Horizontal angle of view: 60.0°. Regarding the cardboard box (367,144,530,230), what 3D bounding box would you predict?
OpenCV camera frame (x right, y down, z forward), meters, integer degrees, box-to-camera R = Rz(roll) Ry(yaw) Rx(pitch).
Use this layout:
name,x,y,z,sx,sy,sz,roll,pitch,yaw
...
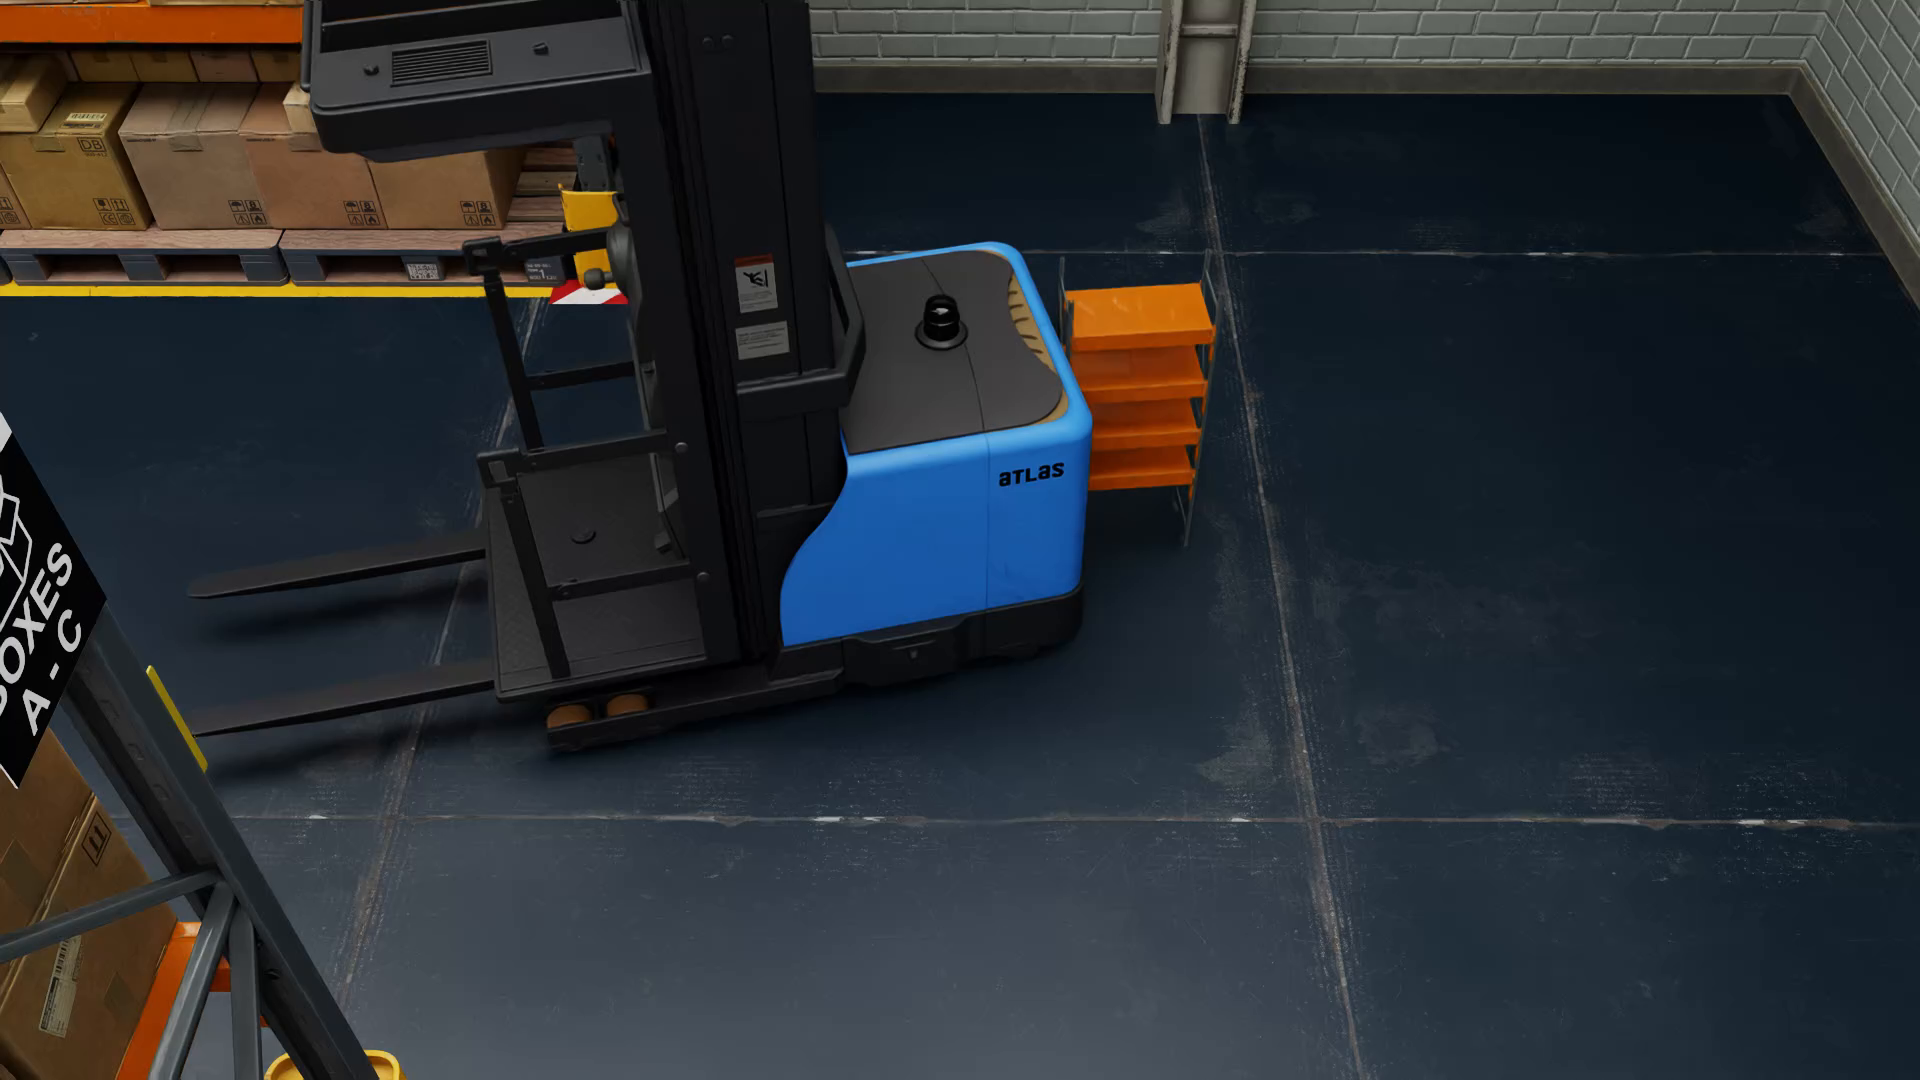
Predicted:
name,x,y,z,sx,sy,sz,roll,pitch,yaw
cardboard box,-2.229,-1.769,7.268,0.500,0.500,0.700,0,47,0

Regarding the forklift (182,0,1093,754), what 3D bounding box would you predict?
name,x,y,z,sx,sy,sz,roll,pitch,yaw
forklift,-1.144,-0.718,4.916,3.031,2.935,1.130,-10,48,-9

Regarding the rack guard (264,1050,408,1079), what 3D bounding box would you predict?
name,x,y,z,sx,sy,sz,roll,pitch,yaw
rack guard,-1.619,1.928,4.114,0.348,0.500,1.175,0,47,0

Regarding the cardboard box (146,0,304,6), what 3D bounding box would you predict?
name,x,y,z,sx,sy,sz,roll,pitch,yaw
cardboard box,-2.766,-2.639,6.452,0.700,0.700,0.980,0,47,0

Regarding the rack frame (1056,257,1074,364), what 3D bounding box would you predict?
name,x,y,z,sx,sy,sz,roll,pitch,yaw
rack frame,0.347,-0.436,5.836,0.015,1.200,0.240,-4,47,-4

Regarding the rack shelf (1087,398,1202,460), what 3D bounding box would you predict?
name,x,y,z,sx,sy,sz,roll,pitch,yaw
rack shelf,0.590,-0.407,5.901,0.480,0.148,0.258,-4,47,-4

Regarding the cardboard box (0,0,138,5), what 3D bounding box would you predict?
name,x,y,z,sx,sy,sz,roll,pitch,yaw
cardboard box,-3.529,-2.648,6.461,0.700,0.700,0.980,-2,47,-2

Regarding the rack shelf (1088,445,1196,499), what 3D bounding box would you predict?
name,x,y,z,sx,sy,sz,roll,pitch,yaw
rack shelf,0.590,-0.272,6.047,0.480,0.148,0.258,-4,47,-4

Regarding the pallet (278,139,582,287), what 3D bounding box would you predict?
name,x,y,z,sx,sy,sz,roll,pitch,yaw
pallet,-2.329,-1.544,7.543,1.213,0.211,1.003,0,47,0

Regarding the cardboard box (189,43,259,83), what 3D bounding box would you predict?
name,x,y,z,sx,sy,sz,roll,pitch,yaw
cardboard box,-3.115,-2.138,7.169,0.250,0.149,0.380,1,47,1

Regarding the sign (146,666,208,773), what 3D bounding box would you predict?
name,x,y,z,sx,sy,sz,roll,pitch,yaw
sign,-1.542,0.385,3.251,0.005,0.325,0.100,0,47,0

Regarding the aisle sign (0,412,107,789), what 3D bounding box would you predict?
name,x,y,z,sx,sy,sz,roll,pitch,yaw
aisle sign,-1.474,-0.024,2.447,0.004,0.787,0.394,0,47,0

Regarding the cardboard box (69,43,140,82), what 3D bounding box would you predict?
name,x,y,z,sx,sy,sz,roll,pitch,yaw
cardboard box,-3.624,-2.139,7.170,0.250,0.149,0.380,-1,47,-1

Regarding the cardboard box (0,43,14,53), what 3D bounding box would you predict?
name,x,y,z,sx,sy,sz,roll,pitch,yaw
cardboard box,-4.135,-2.141,7.171,0.250,0.149,0.380,-1,47,-1

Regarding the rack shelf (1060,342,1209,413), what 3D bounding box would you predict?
name,x,y,z,sx,sy,sz,roll,pitch,yaw
rack shelf,0.590,-0.560,5.738,0.480,0.148,0.258,-4,47,-4

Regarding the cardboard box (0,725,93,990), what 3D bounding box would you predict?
name,x,y,z,sx,sy,sz,roll,pitch,yaw
cardboard box,-1.986,0.508,2.977,0.500,0.500,0.500,1,47,1

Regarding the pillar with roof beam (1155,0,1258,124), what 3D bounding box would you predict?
name,x,y,z,sx,sy,sz,roll,pitch,yaw
pillar with roof beam,1.159,-2.068,2.027,0.400,9.000,9.100,0,47,0

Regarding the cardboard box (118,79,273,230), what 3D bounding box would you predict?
name,x,y,z,sx,sy,sz,roll,pitch,yaw
cardboard box,-3.232,-1.771,7.270,0.500,0.500,0.700,-1,47,-1

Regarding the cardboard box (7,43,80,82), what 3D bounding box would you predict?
name,x,y,z,sx,sy,sz,roll,pitch,yaw
cardboard box,-3.882,-2.140,7.170,0.250,0.149,0.380,1,47,1

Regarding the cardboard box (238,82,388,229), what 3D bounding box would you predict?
name,x,y,z,sx,sy,sz,roll,pitch,yaw
cardboard box,-2.729,-1.771,7.270,0.500,0.500,0.700,0,47,0

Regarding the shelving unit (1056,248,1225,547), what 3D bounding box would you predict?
name,x,y,z,sx,sy,sz,roll,pitch,yaw
shelving unit,0.590,-0.453,5.852,0.503,1.200,0.258,-4,47,-4

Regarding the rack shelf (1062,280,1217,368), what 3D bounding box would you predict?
name,x,y,z,sx,sy,sz,roll,pitch,yaw
rack shelf,0.590,-0.721,5.564,0.480,0.148,0.258,-4,47,-4

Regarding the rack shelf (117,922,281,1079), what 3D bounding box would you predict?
name,x,y,z,sx,sy,sz,roll,pitch,yaw
rack shelf,-3.543,1.317,3.467,4.000,0.370,1.077,0,47,0

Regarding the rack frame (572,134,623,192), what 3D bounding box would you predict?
name,x,y,z,sx,sy,sz,roll,pitch,yaw
rack frame,-1.529,-2.549,6.573,0.127,3.000,1.000,0,47,0

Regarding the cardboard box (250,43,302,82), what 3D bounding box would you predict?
name,x,y,z,sx,sy,sz,roll,pitch,yaw
cardboard box,-2.860,-2.138,7.169,0.250,0.149,0.380,1,47,0

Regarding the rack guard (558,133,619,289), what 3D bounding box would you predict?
name,x,y,z,sx,sy,sz,roll,pitch,yaw
rack guard,-1.505,-1.697,7.488,0.348,0.500,1.175,0,47,0

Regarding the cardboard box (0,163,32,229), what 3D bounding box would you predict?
name,x,y,z,sx,sy,sz,roll,pitch,yaw
cardboard box,-4.279,-1.771,7.270,0.500,0.500,0.700,0,47,0

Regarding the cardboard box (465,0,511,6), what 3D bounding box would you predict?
name,x,y,z,sx,sy,sz,roll,pitch,yaw
cardboard box,-2.039,-2.645,6.458,0.700,0.700,0.980,2,47,2

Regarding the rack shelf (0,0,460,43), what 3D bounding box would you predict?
name,x,y,z,sx,sy,sz,roll,pitch,yaw
rack shelf,-3.529,-2.309,6.842,4.000,0.370,1.077,0,47,0

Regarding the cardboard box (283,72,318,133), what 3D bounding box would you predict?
name,x,y,z,sx,sy,sz,roll,pitch,yaw
cardboard box,-2.614,-1.857,6.907,0.250,0.149,0.380,1,47,1

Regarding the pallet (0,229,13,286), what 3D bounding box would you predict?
name,x,y,z,sx,sy,sz,roll,pitch,yaw
pallet,-4.769,-1.551,7.549,1.213,0.211,1.003,0,47,0

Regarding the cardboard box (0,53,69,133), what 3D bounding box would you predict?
name,x,y,z,sx,sy,sz,roll,pitch,yaw
cardboard box,-3.917,-1.860,6.909,0.250,0.149,0.380,-1,47,-1

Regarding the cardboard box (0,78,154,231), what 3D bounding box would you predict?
name,x,y,z,sx,sy,sz,roll,pitch,yaw
cardboard box,-3.766,-1.767,7.267,0.500,0.500,0.700,1,47,1

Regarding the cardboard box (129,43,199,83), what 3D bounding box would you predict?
name,x,y,z,sx,sy,sz,roll,pitch,yaw
cardboard box,-3.371,-2.138,7.169,0.250,0.149,0.380,1,47,1

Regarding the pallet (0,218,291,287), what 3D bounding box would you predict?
name,x,y,z,sx,sy,sz,roll,pitch,yaw
pallet,-3.545,-1.549,7.548,1.213,0.211,1.003,0,47,0

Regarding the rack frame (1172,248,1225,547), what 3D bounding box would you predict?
name,x,y,z,sx,sy,sz,roll,pitch,yaw
rack frame,0.833,-0.470,5.868,0.015,1.200,0.240,-4,47,-4

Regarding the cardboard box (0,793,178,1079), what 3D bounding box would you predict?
name,x,y,z,sx,sy,sz,roll,pitch,yaw
cardboard box,-1.986,0.849,3.343,0.500,0.500,0.500,1,47,1
